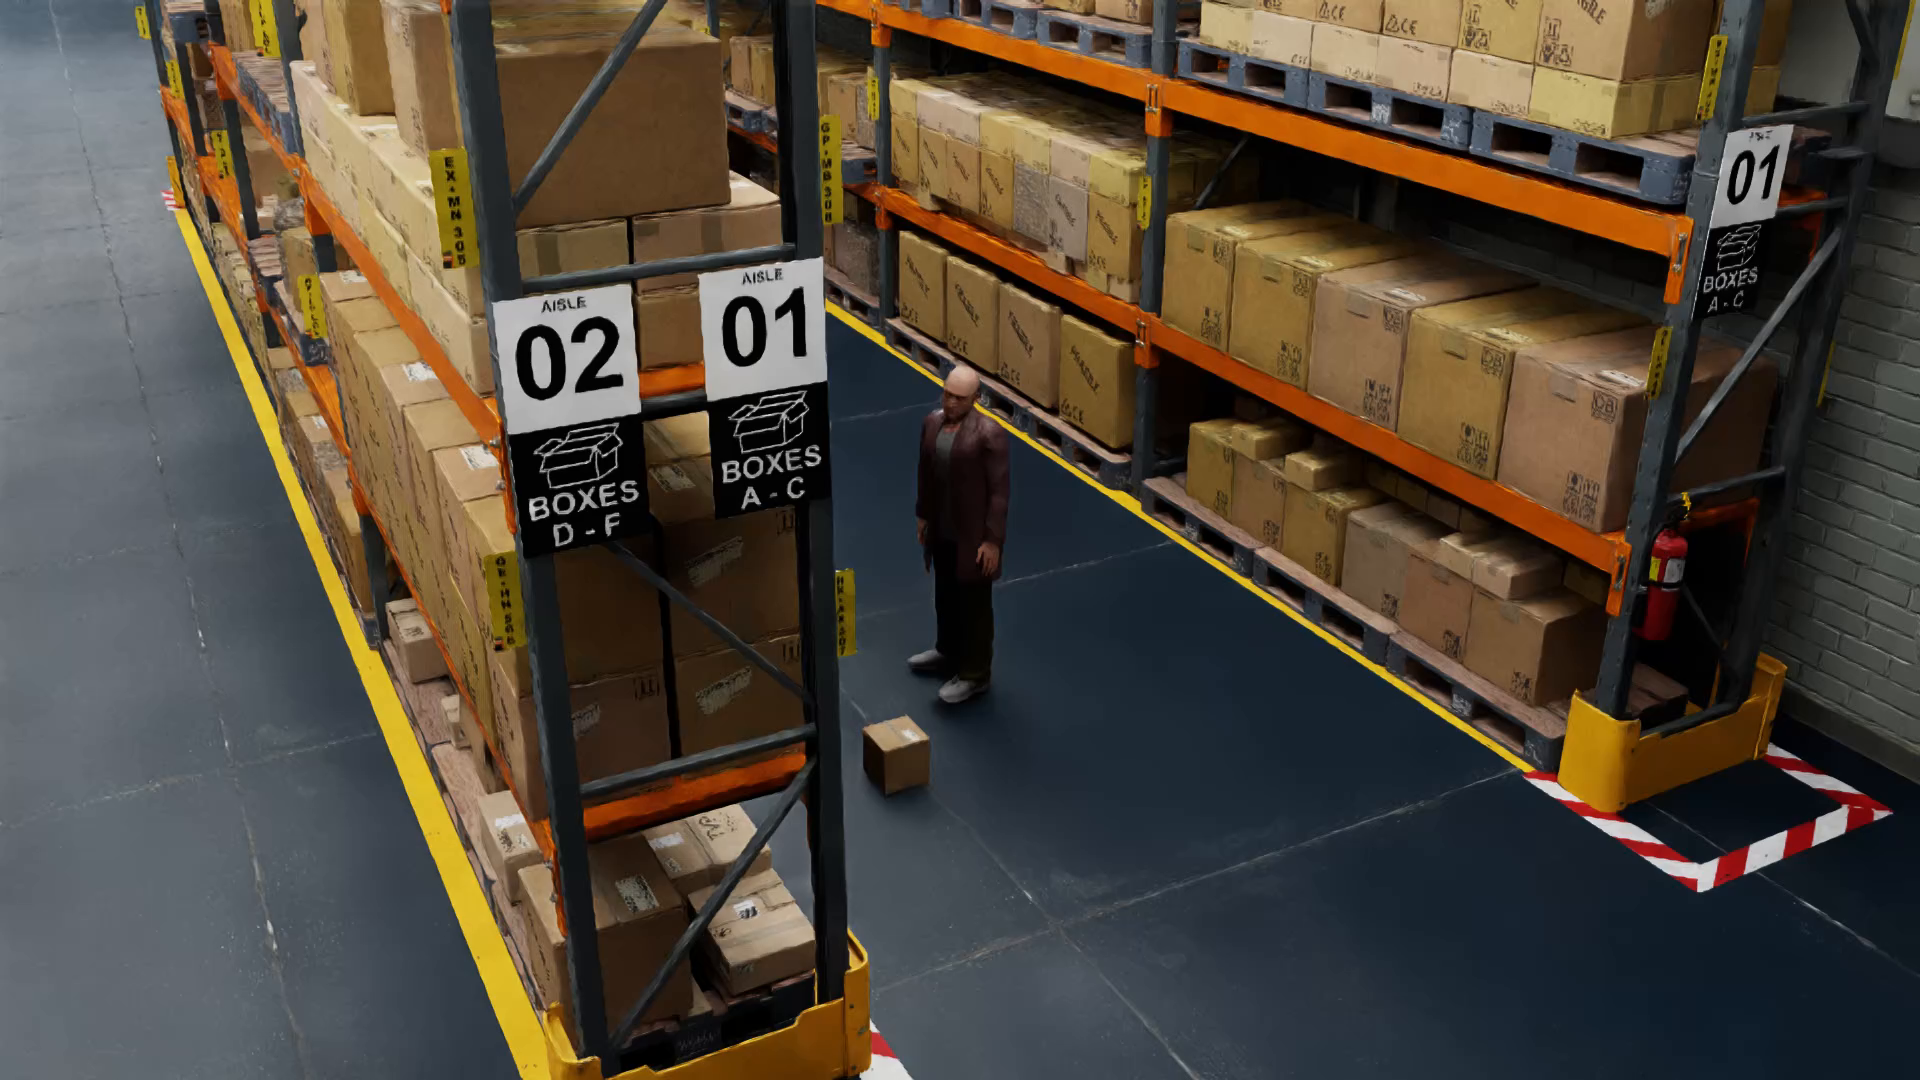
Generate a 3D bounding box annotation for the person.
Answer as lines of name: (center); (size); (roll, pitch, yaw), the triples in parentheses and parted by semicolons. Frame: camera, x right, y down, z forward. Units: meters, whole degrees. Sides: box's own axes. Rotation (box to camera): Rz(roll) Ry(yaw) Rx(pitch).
person: (-0.035, -0.034, 8.624); (0.647, 1.789, 0.520); (22, 33, 38)
